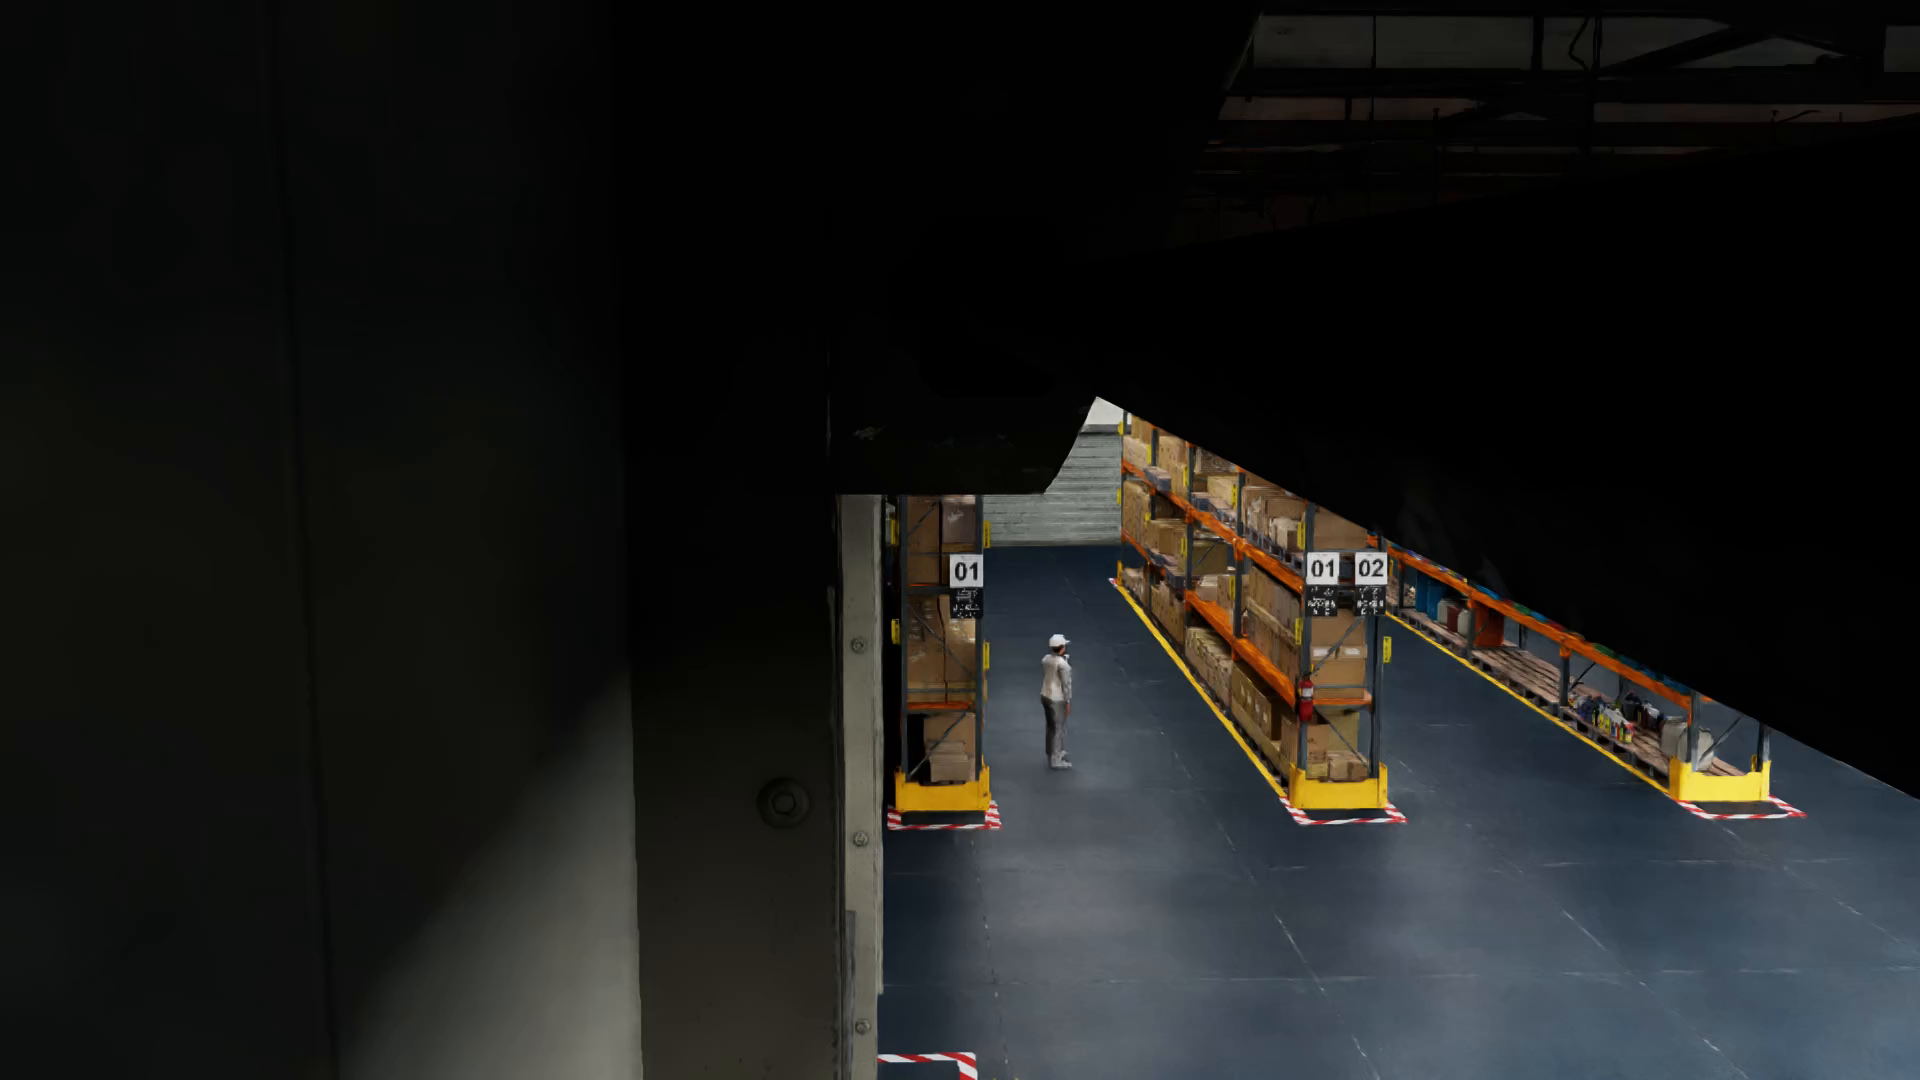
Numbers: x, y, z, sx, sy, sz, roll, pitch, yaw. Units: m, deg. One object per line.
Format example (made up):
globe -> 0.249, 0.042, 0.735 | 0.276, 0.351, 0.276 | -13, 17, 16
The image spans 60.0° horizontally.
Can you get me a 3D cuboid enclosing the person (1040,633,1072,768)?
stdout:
person -> 1.344, 2.136, 22.469 | 0.463, 1.782, 0.598 | -5, 10, -29
